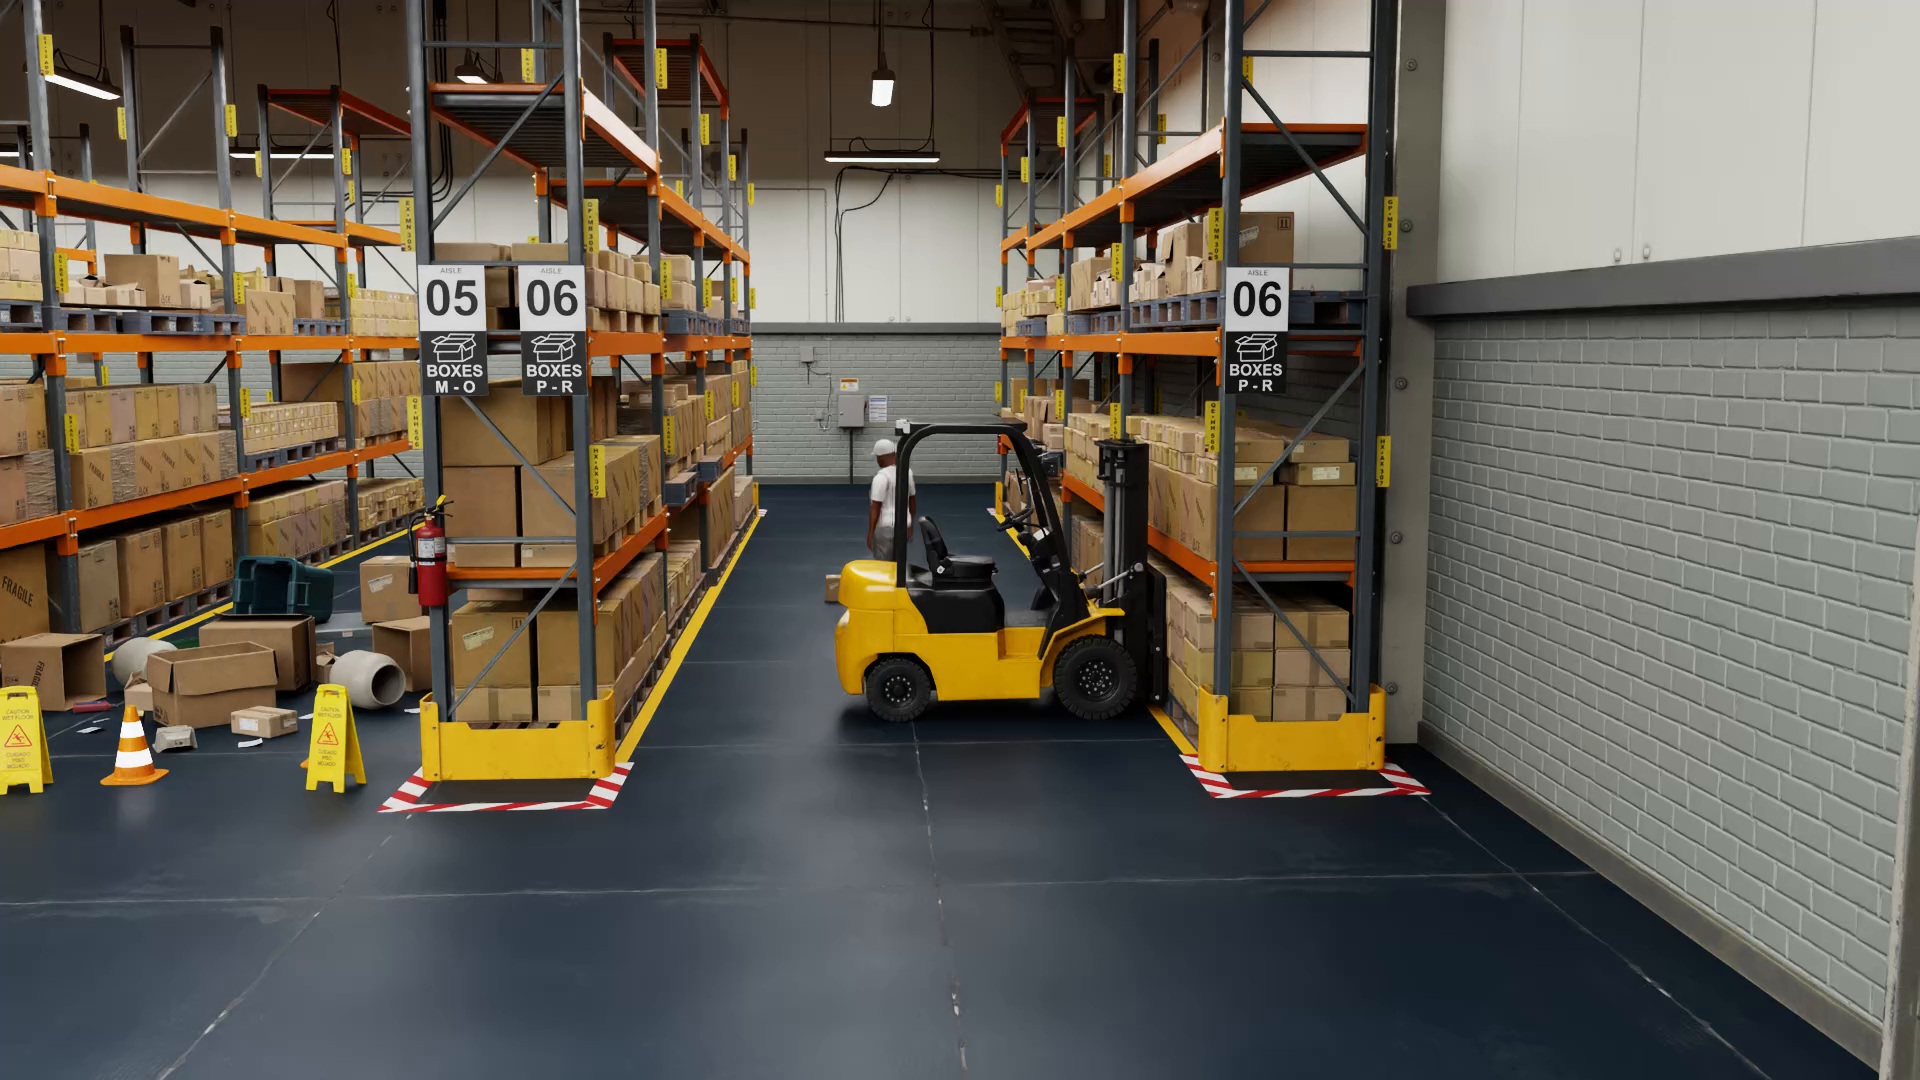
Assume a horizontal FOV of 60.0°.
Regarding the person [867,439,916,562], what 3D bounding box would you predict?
[{"bbox_3d":[-0.639,-0.120,16.525,0.604,1.761,0.629,5,8,37],"label":"person"}]
